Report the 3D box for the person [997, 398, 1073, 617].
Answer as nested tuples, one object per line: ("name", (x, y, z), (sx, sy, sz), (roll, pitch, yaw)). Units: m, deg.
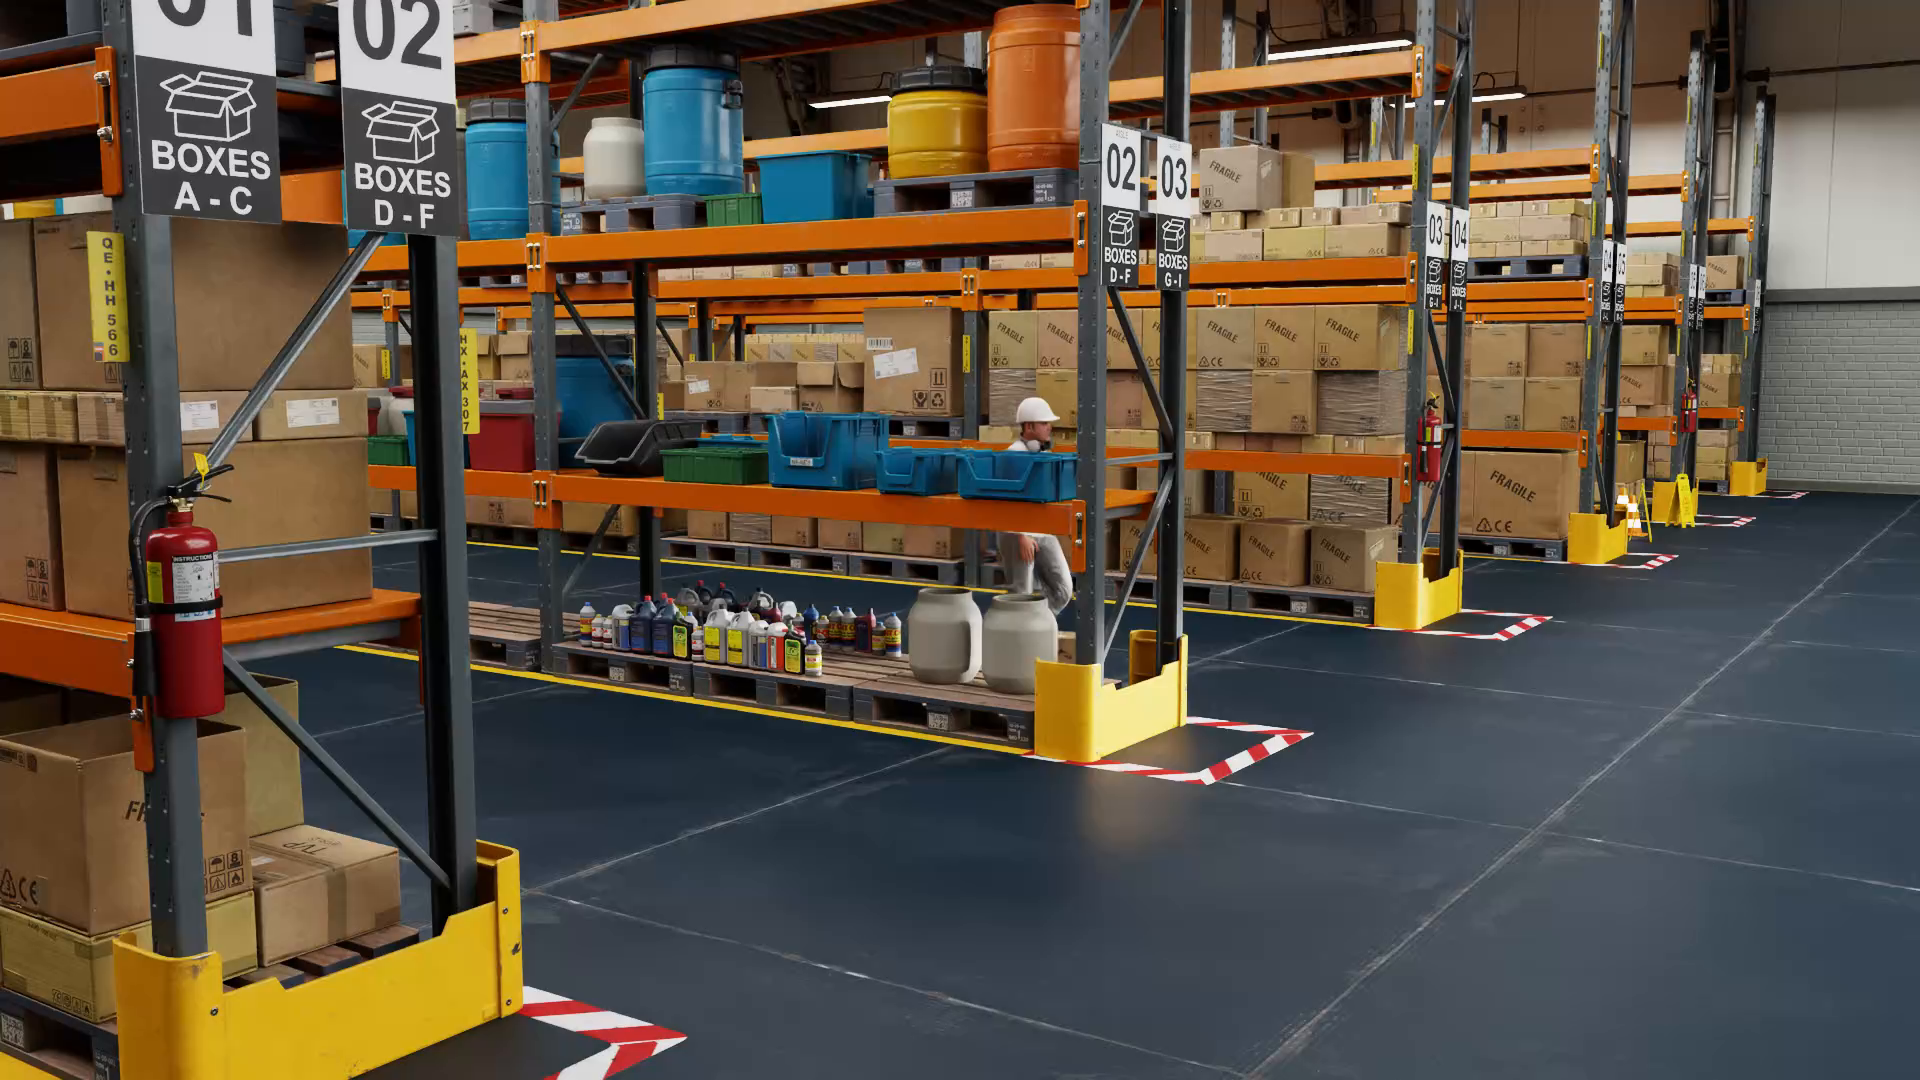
("person", (0.461, -0.020, 10.835), (0.460, 1.811, 0.557), (4, 8, 35))
